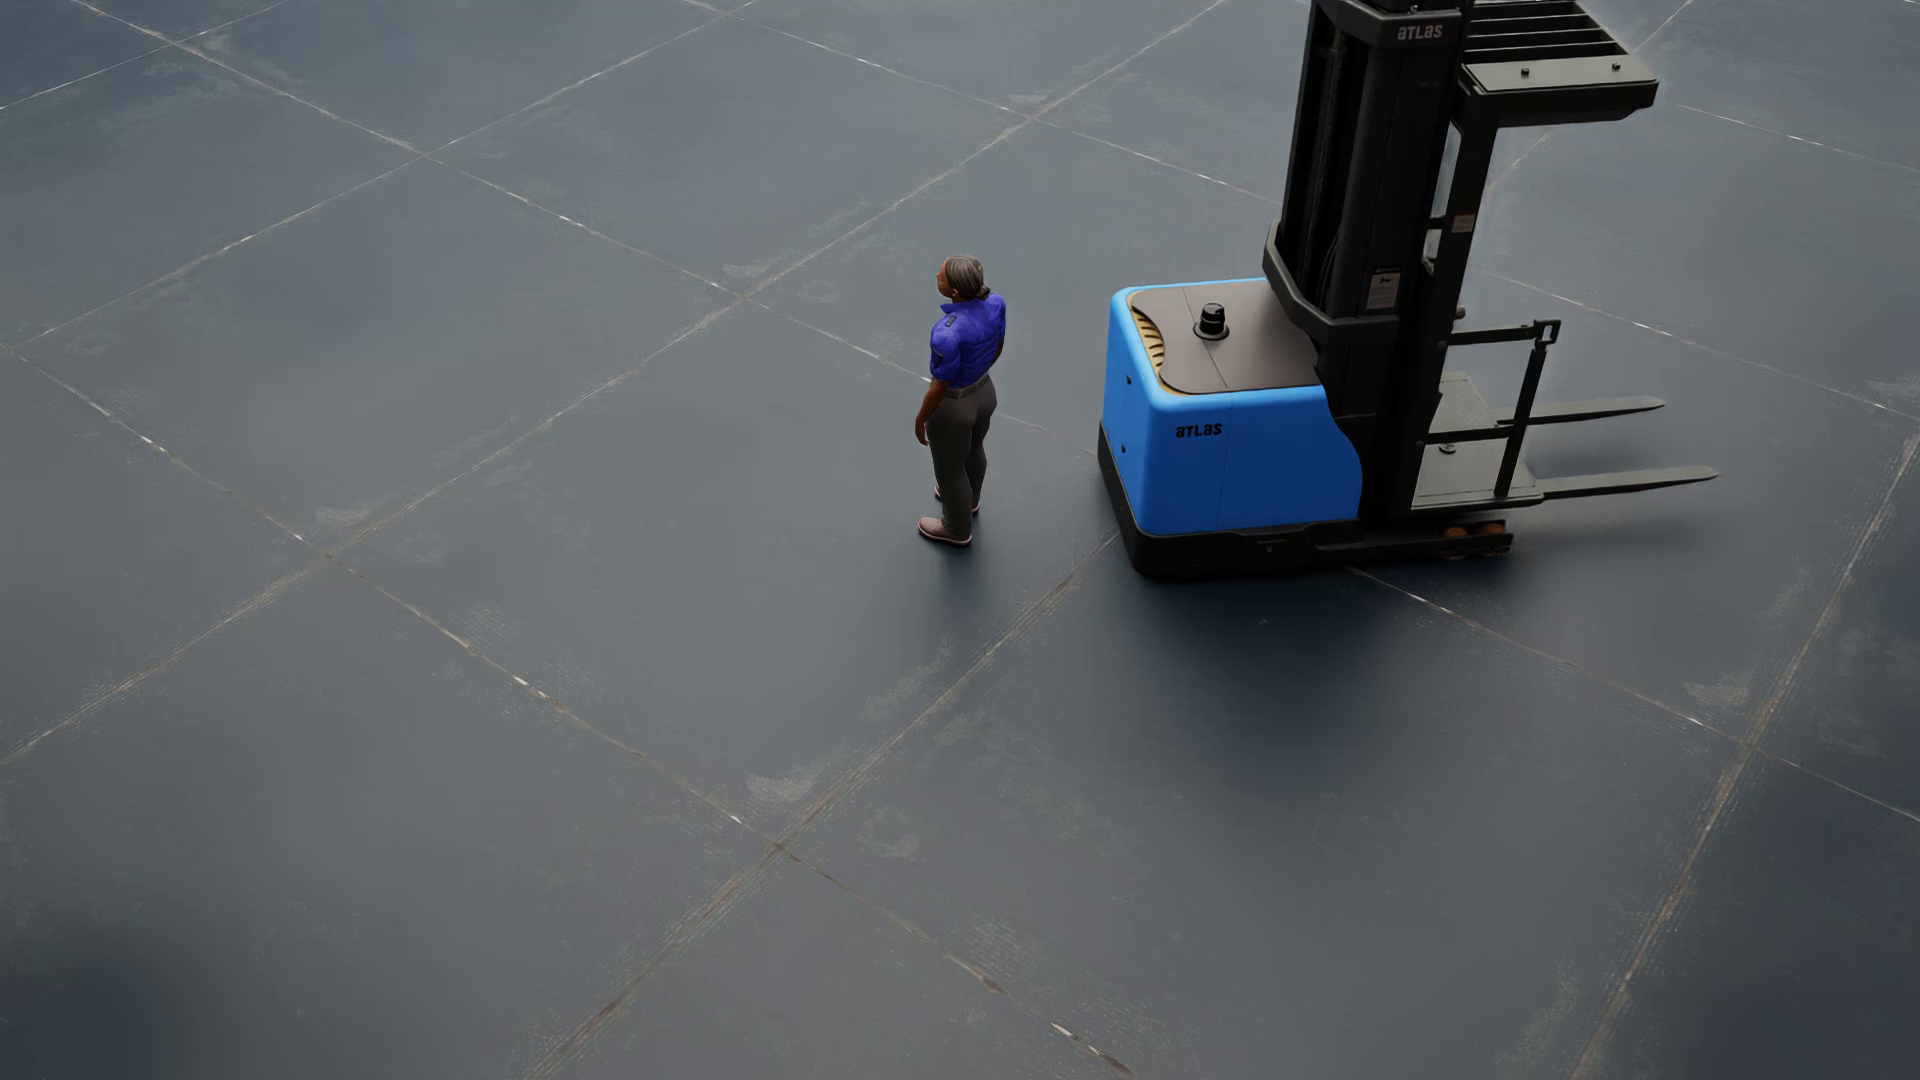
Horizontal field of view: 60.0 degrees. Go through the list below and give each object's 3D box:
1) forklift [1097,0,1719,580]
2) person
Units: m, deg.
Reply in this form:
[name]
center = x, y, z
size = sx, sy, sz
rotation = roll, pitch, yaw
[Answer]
[forklift]
center = 2.281, -1.352, 7.660
size = 3.031, 2.935, 1.130
rotation = -5, 41, -6
[person]
center = -0.060, -0.681, 7.846
size = 0.497, 1.657, 0.570
rotation = 26, 47, 28
